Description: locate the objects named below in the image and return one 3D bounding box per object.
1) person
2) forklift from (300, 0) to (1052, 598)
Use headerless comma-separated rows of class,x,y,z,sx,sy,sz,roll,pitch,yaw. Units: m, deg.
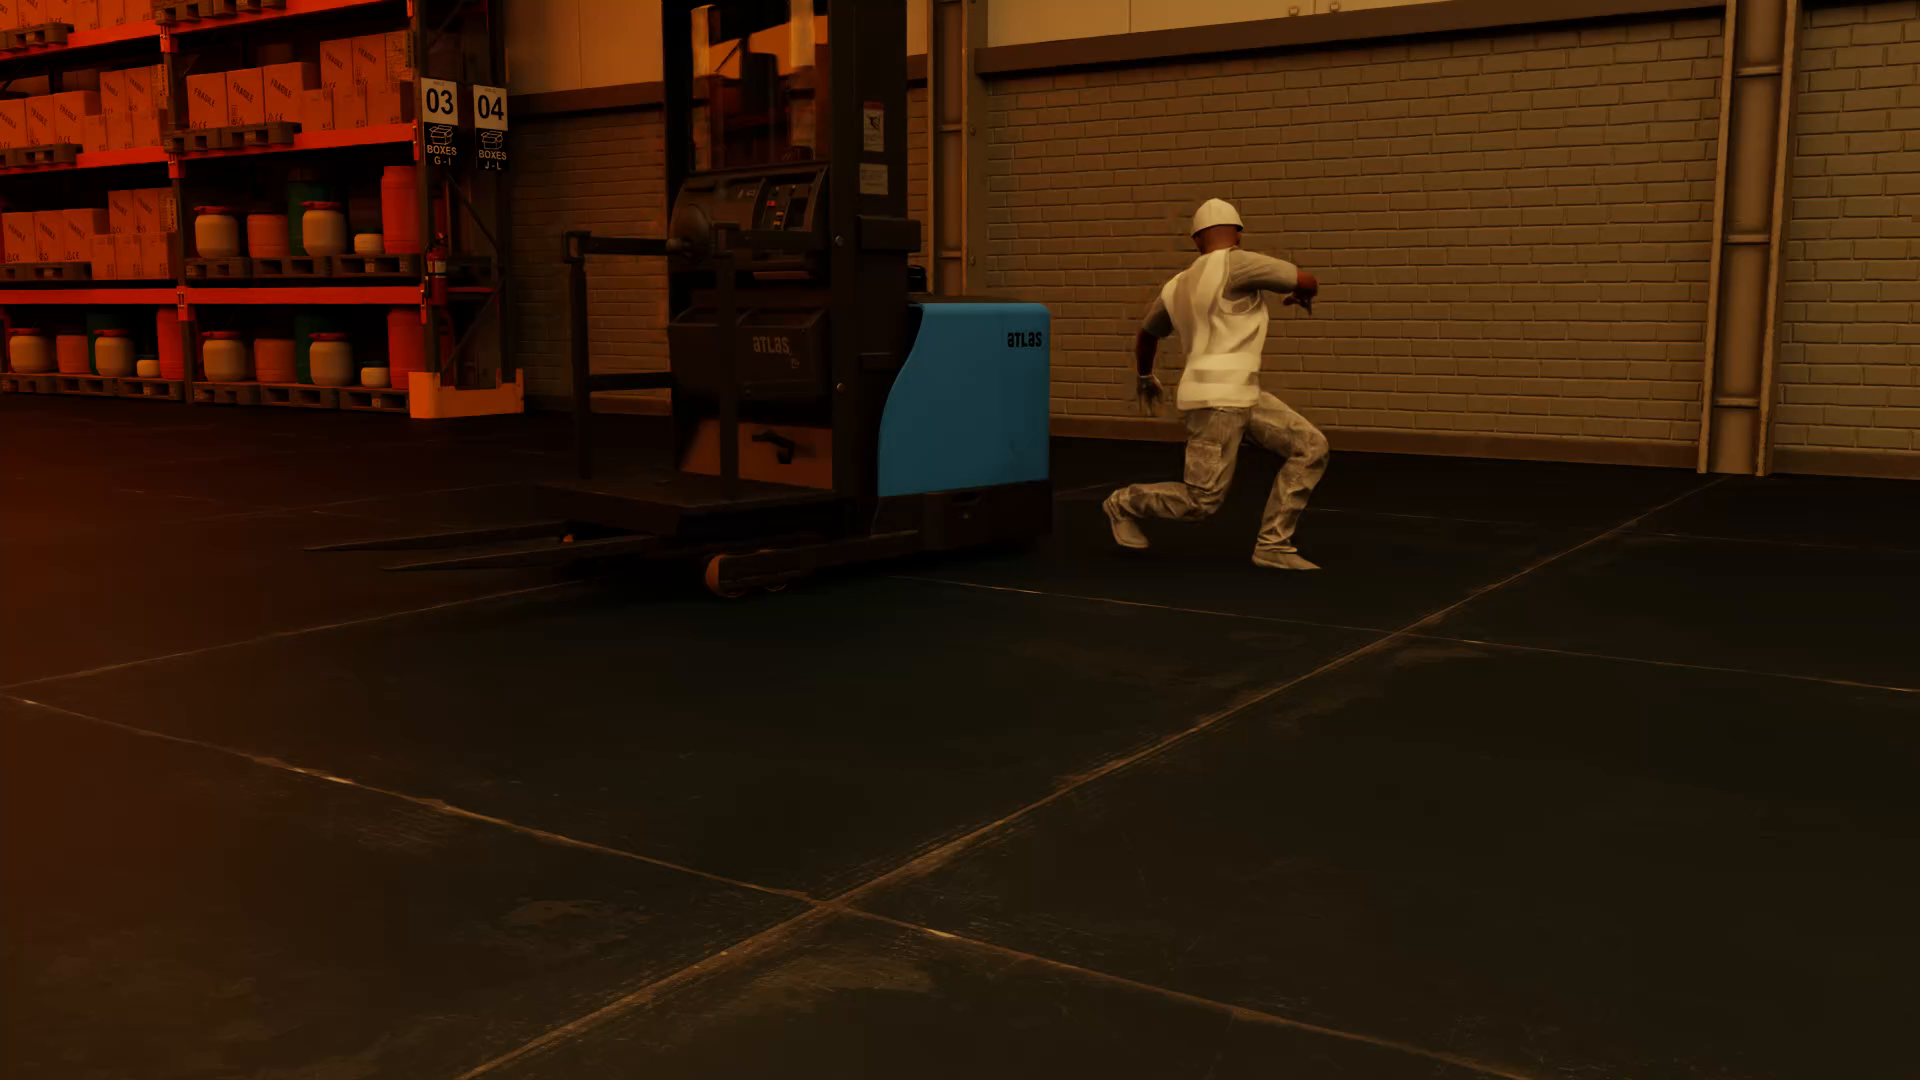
person,1.072,-0.641,6.952,0.961,1.544,0.761,2,8,16
forklift,-0.999,-1.318,6.462,3.031,2.935,1.130,-8,11,-44
